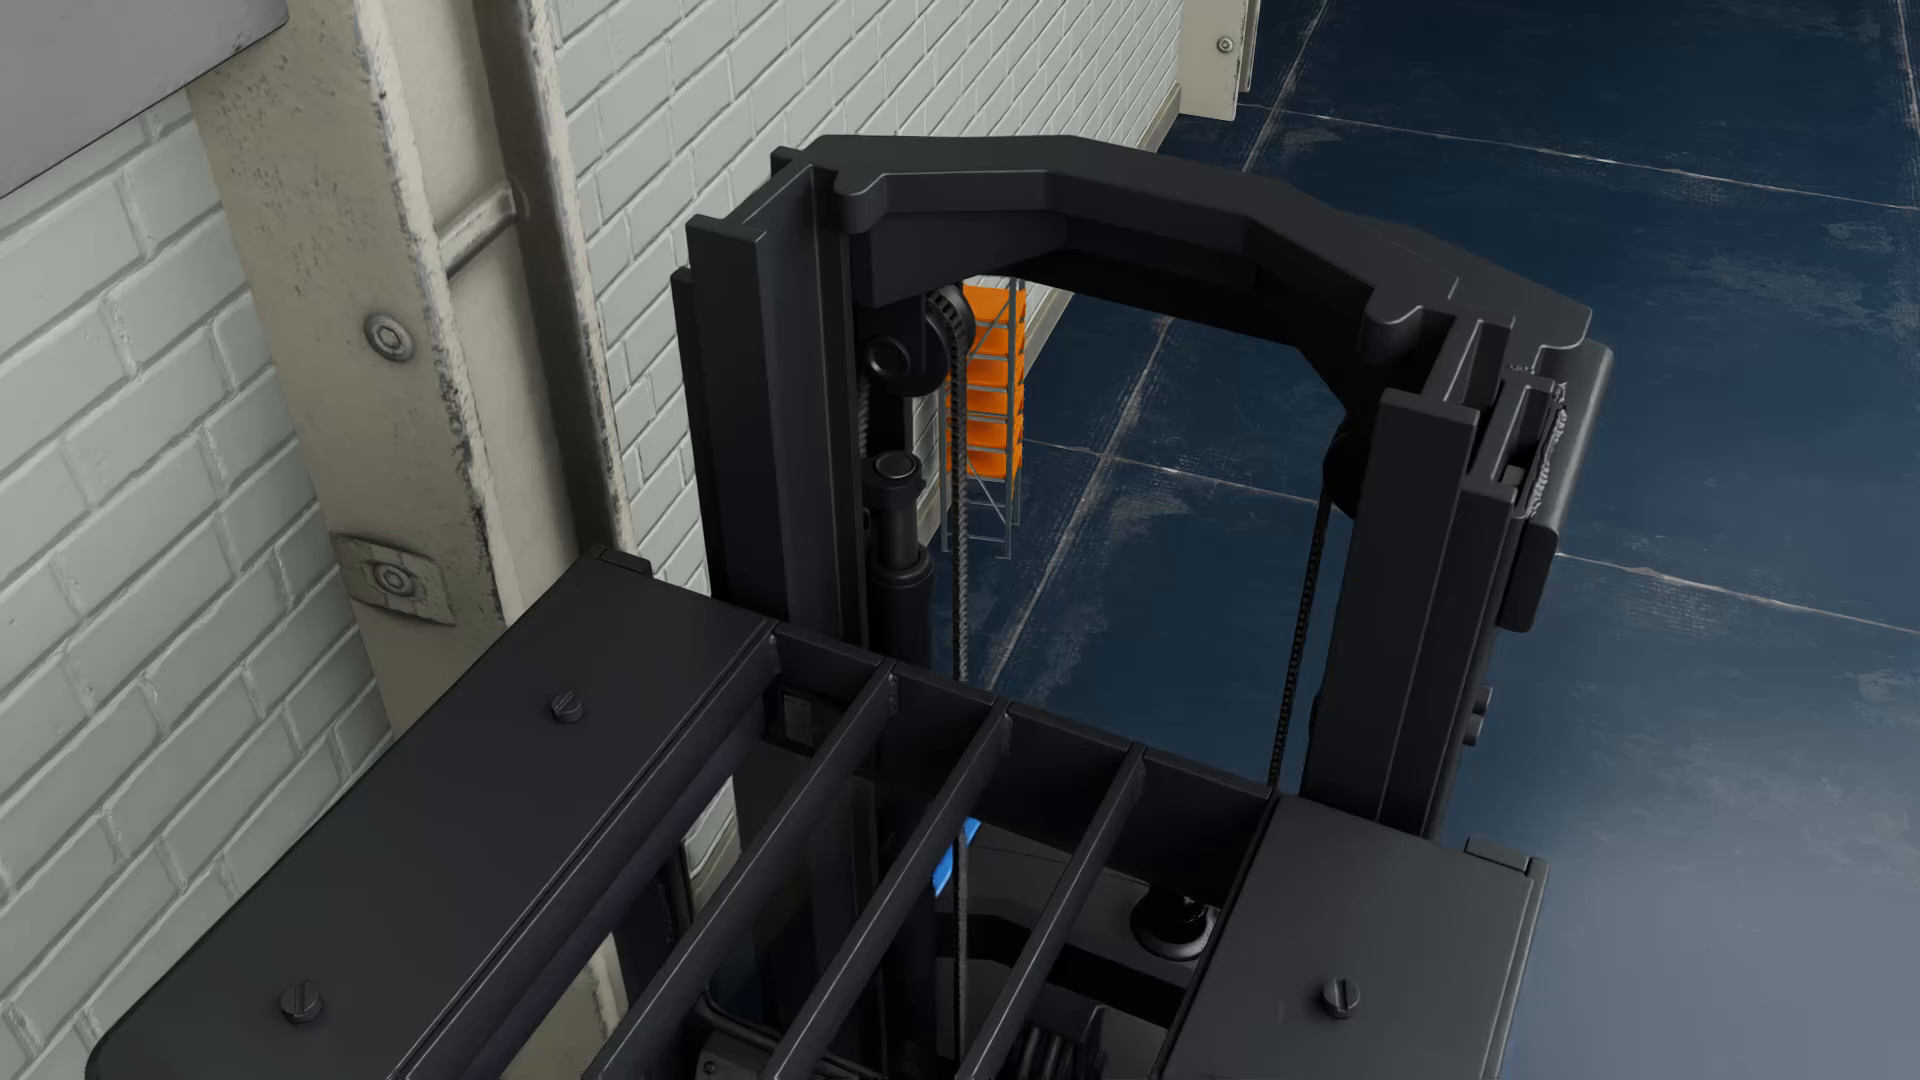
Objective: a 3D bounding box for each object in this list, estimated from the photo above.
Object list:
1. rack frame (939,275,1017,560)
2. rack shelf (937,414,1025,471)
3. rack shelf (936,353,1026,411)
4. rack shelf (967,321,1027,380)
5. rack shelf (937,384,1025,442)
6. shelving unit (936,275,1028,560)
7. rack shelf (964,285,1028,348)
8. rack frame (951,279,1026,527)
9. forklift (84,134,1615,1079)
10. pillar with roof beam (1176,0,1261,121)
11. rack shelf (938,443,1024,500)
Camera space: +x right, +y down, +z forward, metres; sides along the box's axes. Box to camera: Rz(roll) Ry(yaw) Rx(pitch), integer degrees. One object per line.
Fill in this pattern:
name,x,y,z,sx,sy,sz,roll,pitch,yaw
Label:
rack frame,0.052,-0.402,5.296,0.240,1.200,0.006,7,41,8
rack shelf,0.070,-0.336,5.471,0.258,0.103,0.180,7,41,8
rack shelf,0.069,-0.518,5.315,0.258,0.103,0.180,7,41,8
rack shelf,0.069,-0.609,5.237,0.258,0.103,0.180,7,41,8
rack shelf,0.069,-0.427,5.393,0.258,0.103,0.180,7,41,8
shelving unit,0.069,-0.461,5.364,0.258,1.200,0.189,7,41,8
rack shelf,0.068,-0.700,5.159,0.258,0.103,0.180,7,41,8
rack frame,0.087,-0.519,5.433,0.240,1.200,0.006,7,41,8
forklift,-0.065,1.112,2.188,1.130,2.935,3.031,17,43,19
pillar with roof beam,5.306,-4.677,4.299,9.100,9.000,0.400,13,42,15
rack shelf,0.070,-0.244,5.549,0.258,0.103,0.180,7,41,8
